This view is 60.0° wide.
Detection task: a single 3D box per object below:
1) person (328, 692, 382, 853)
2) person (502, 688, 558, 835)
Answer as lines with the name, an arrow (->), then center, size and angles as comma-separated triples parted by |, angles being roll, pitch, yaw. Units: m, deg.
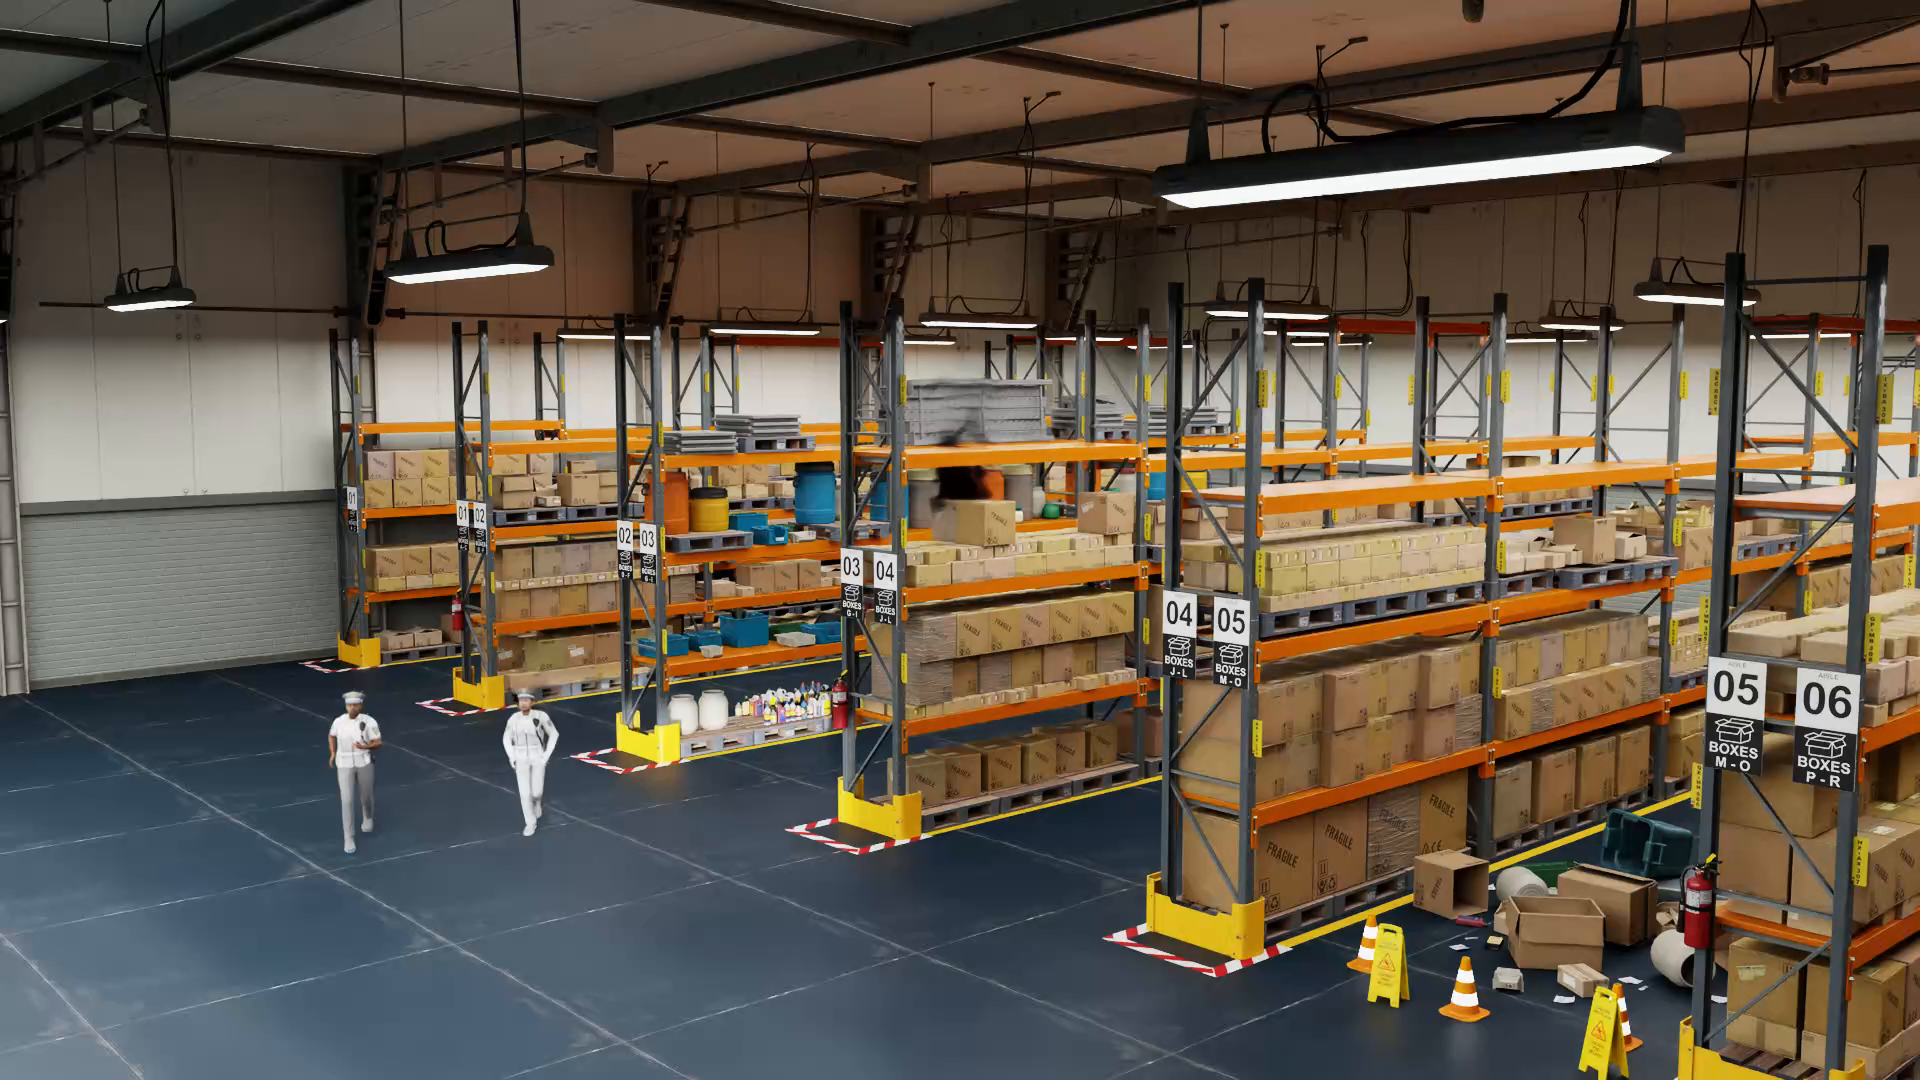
person -> -6.654, 2.496, 18.306 | 0.572, 1.689, 0.935 | -2, 6, -16
person -> -4.877, 2.487, 18.867 | 0.618, 1.668, 0.498 | -1, 6, -6
